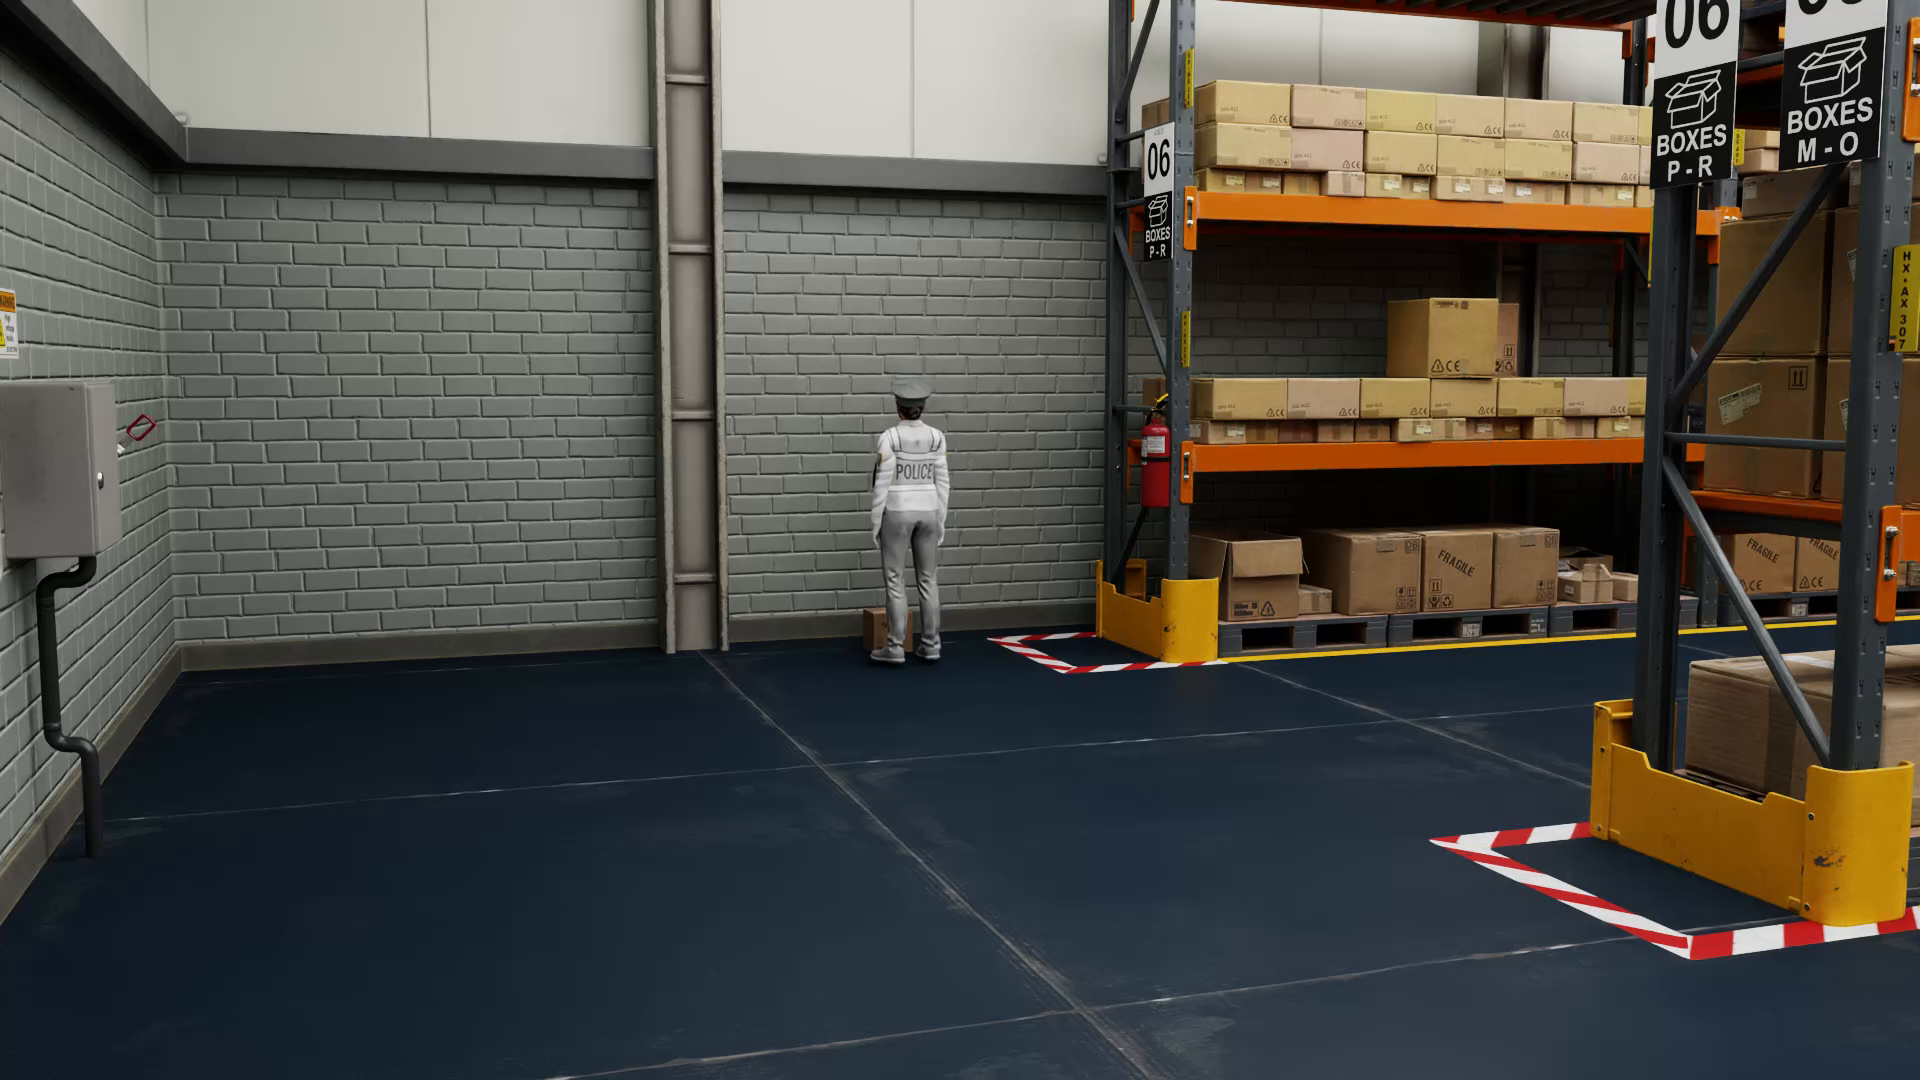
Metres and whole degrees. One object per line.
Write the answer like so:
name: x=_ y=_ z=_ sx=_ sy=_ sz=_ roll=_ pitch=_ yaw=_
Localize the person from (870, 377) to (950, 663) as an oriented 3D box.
person: x=-0.295 y=-0.121 z=9.890 sx=0.490 sy=1.690 sz=0.343 roll=-3 pitch=7 yaw=-27
